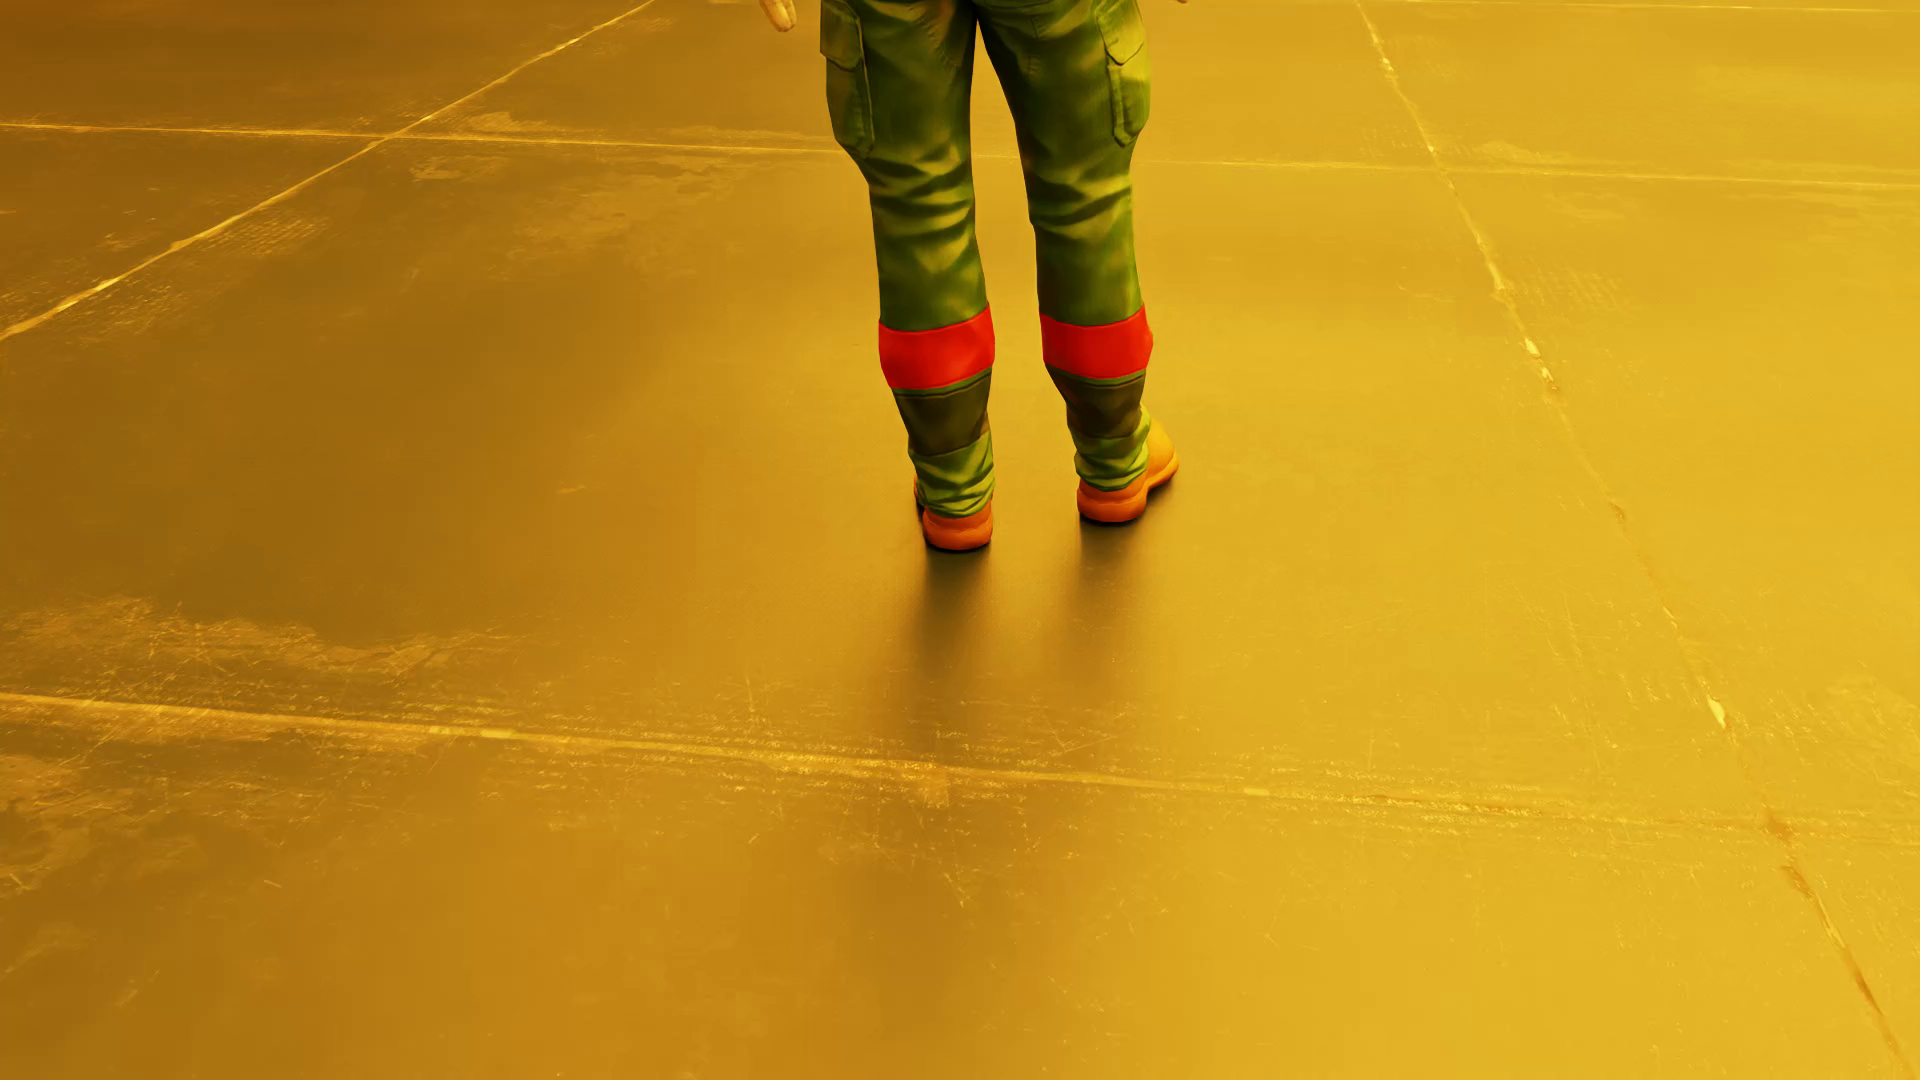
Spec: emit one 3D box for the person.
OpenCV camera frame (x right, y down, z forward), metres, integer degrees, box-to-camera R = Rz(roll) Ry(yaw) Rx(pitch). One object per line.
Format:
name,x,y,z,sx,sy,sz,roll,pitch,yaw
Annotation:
person,0.022,-0.842,2.167,0.638,1.787,0.564,3,27,7
